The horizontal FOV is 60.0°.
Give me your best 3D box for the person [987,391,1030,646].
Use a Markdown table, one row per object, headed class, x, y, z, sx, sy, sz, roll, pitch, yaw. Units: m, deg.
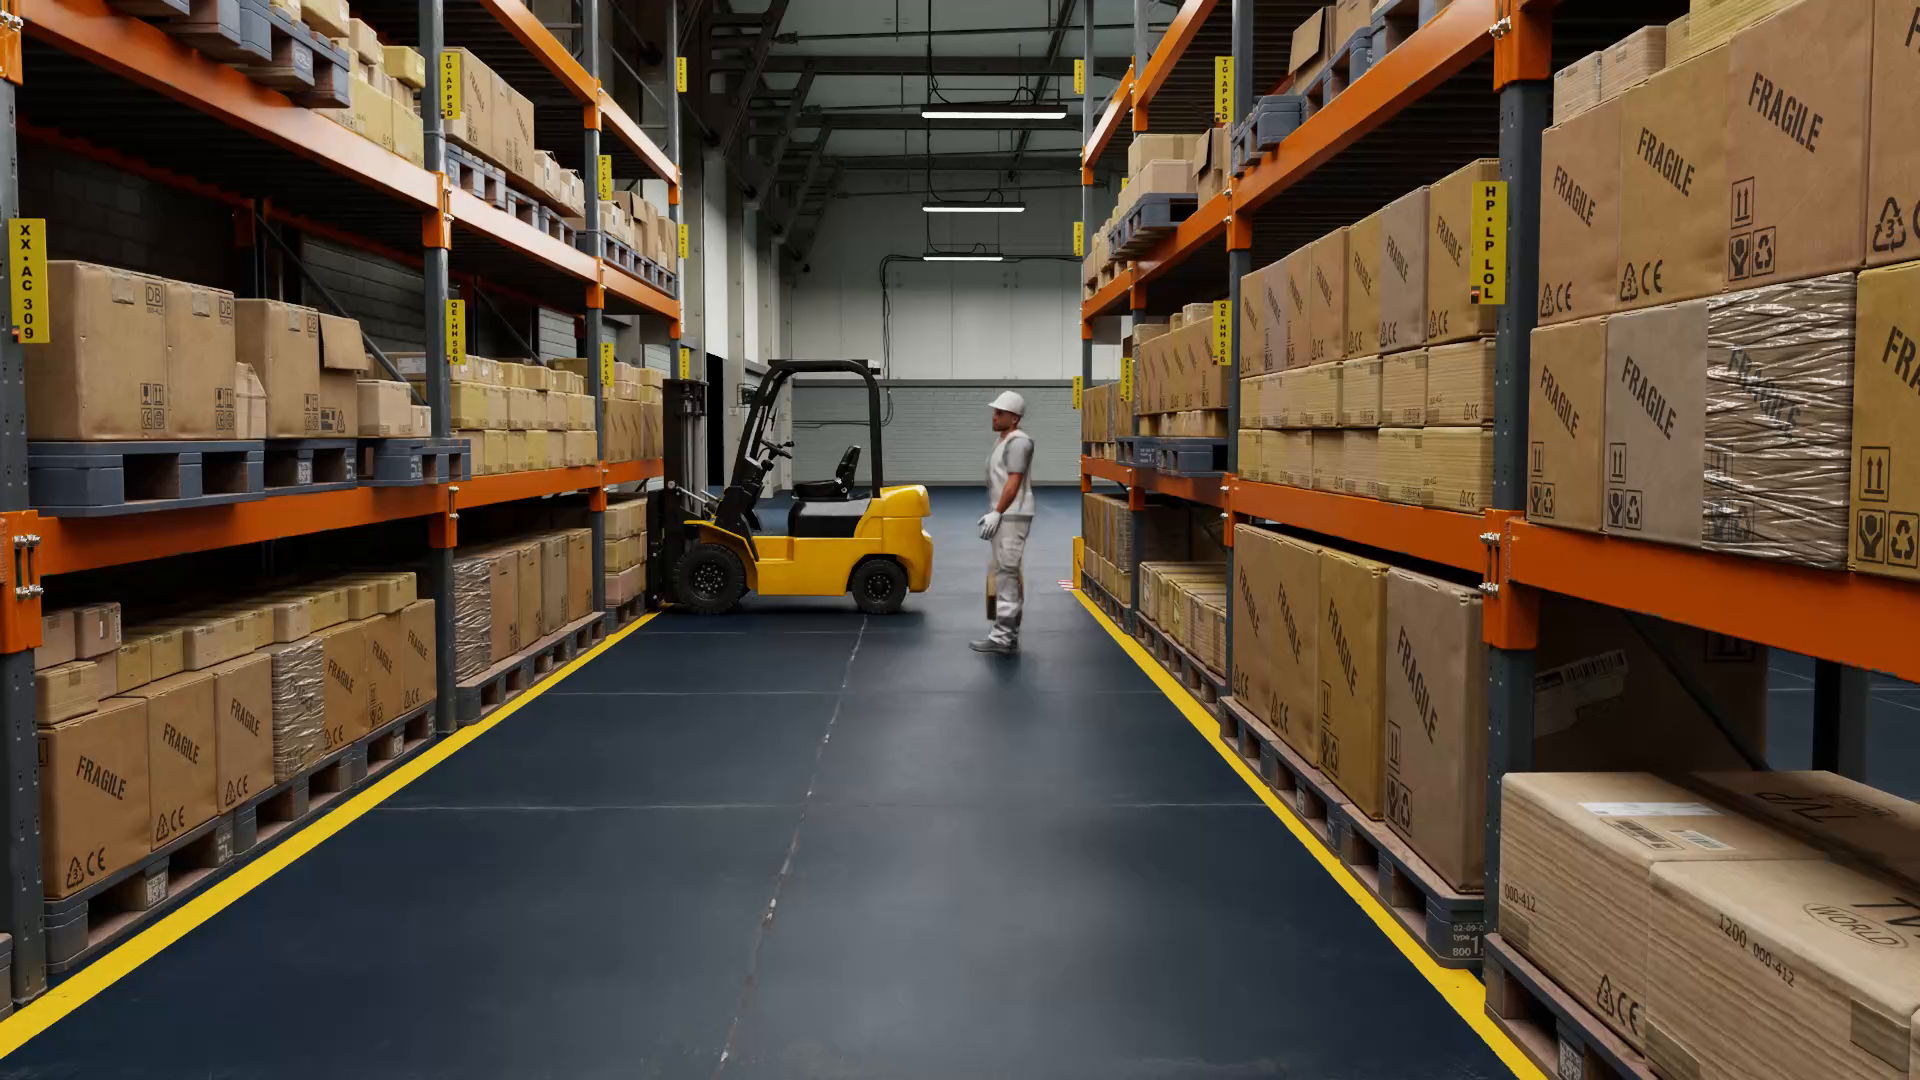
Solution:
| class | x | y | z | sx | sy | sz | roll | pitch | yaw |
| --- | --- | --- | --- | --- | --- | --- | --- | --- | --- |
| person | 11.328 | -1.152 | 27.651 | 27.675 | 1.819 | 28.579 | -1 | 4 | -10 |
